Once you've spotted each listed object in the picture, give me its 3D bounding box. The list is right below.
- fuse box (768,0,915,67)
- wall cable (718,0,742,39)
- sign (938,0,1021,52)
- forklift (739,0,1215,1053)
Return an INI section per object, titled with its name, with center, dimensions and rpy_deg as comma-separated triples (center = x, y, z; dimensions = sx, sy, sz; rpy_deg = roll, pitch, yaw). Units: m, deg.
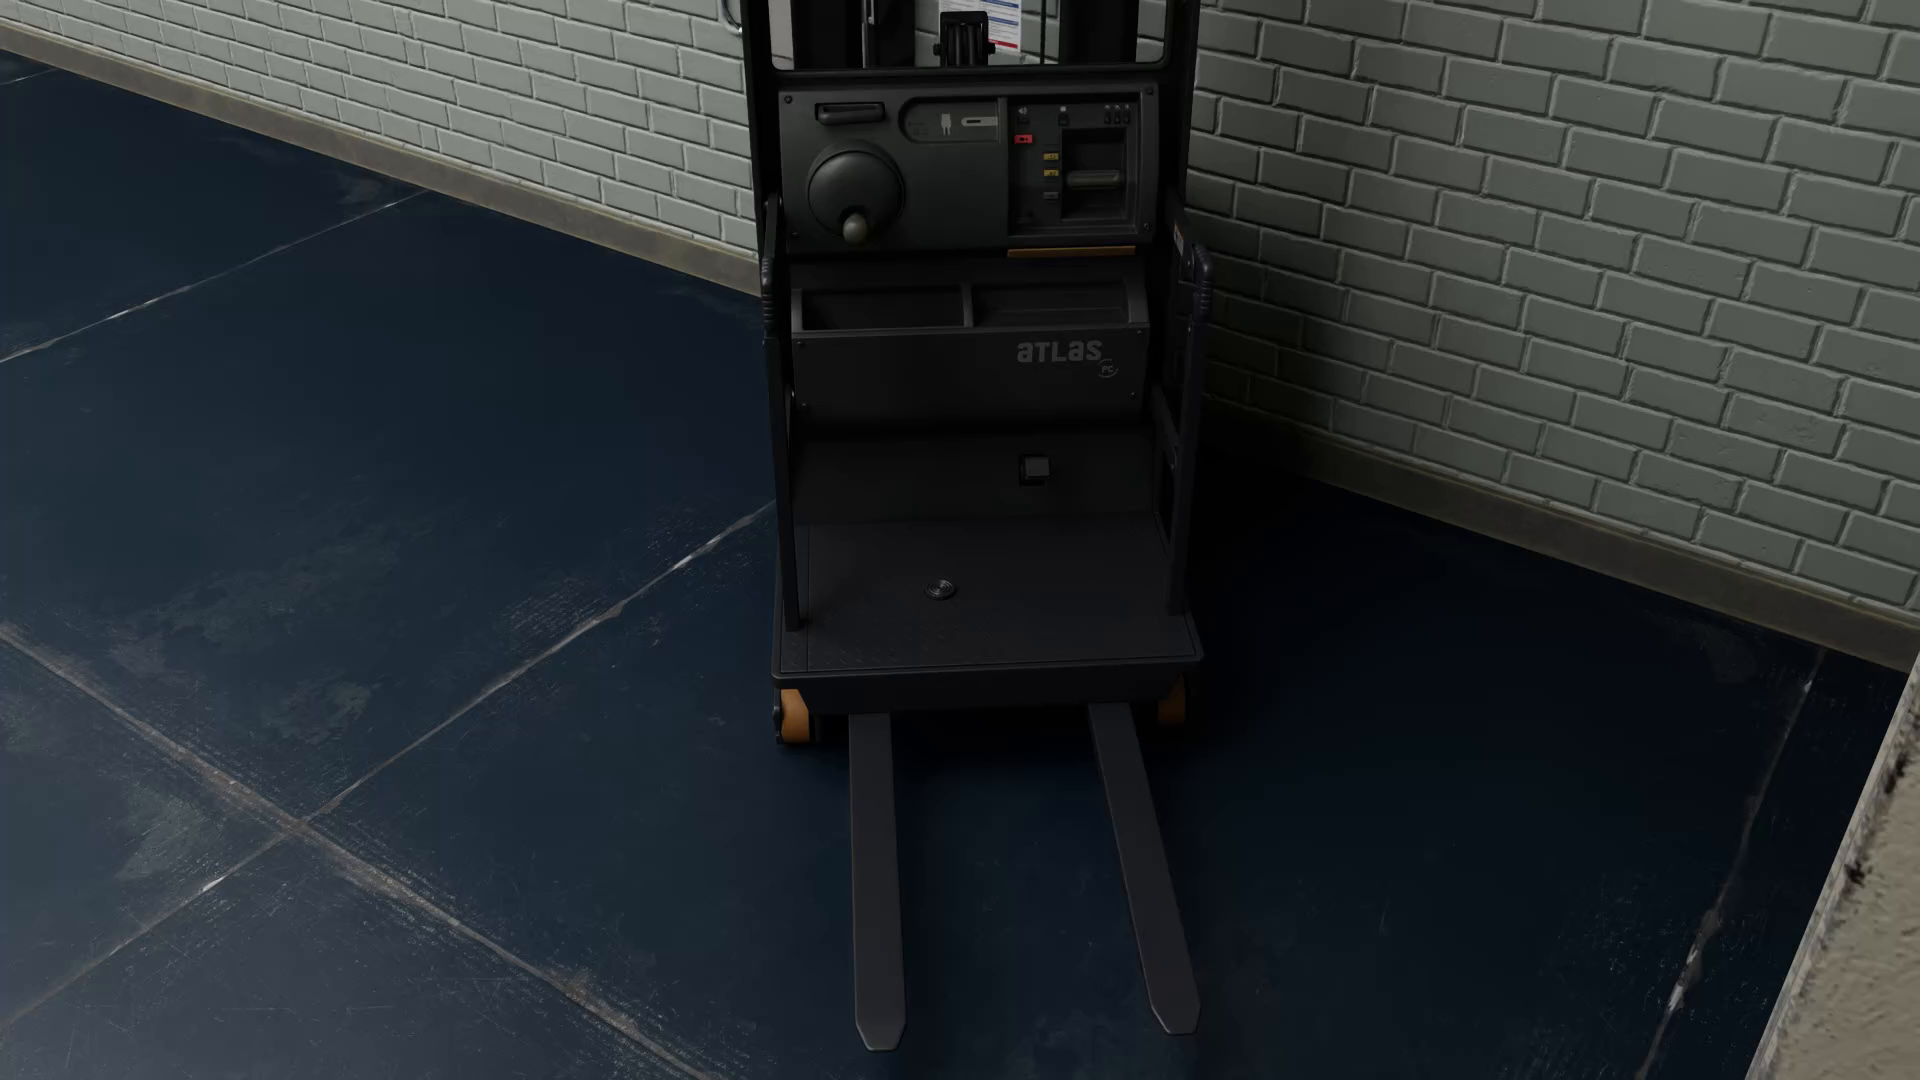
[fuse box]
center = -0.461, -1.429, 5.835
dimensions = 0.539, 1.711, 0.414
rpy_deg = 21, 39, 28
[wall cable]
center = -0.932, -2.674, 5.619
dimensions = 0.588, 1.984, 0.122
rpy_deg = 21, 39, 28
[sign]
center = 0.063, -1.861, 5.408
dimensions = 0.329, 0.494, 0.001
rpy_deg = 21, 39, 28
[forklift]
center = 0.043, -0.863, 3.909
dimensions = 1.130, 2.935, 3.031
rpy_deg = -2, 34, -3
